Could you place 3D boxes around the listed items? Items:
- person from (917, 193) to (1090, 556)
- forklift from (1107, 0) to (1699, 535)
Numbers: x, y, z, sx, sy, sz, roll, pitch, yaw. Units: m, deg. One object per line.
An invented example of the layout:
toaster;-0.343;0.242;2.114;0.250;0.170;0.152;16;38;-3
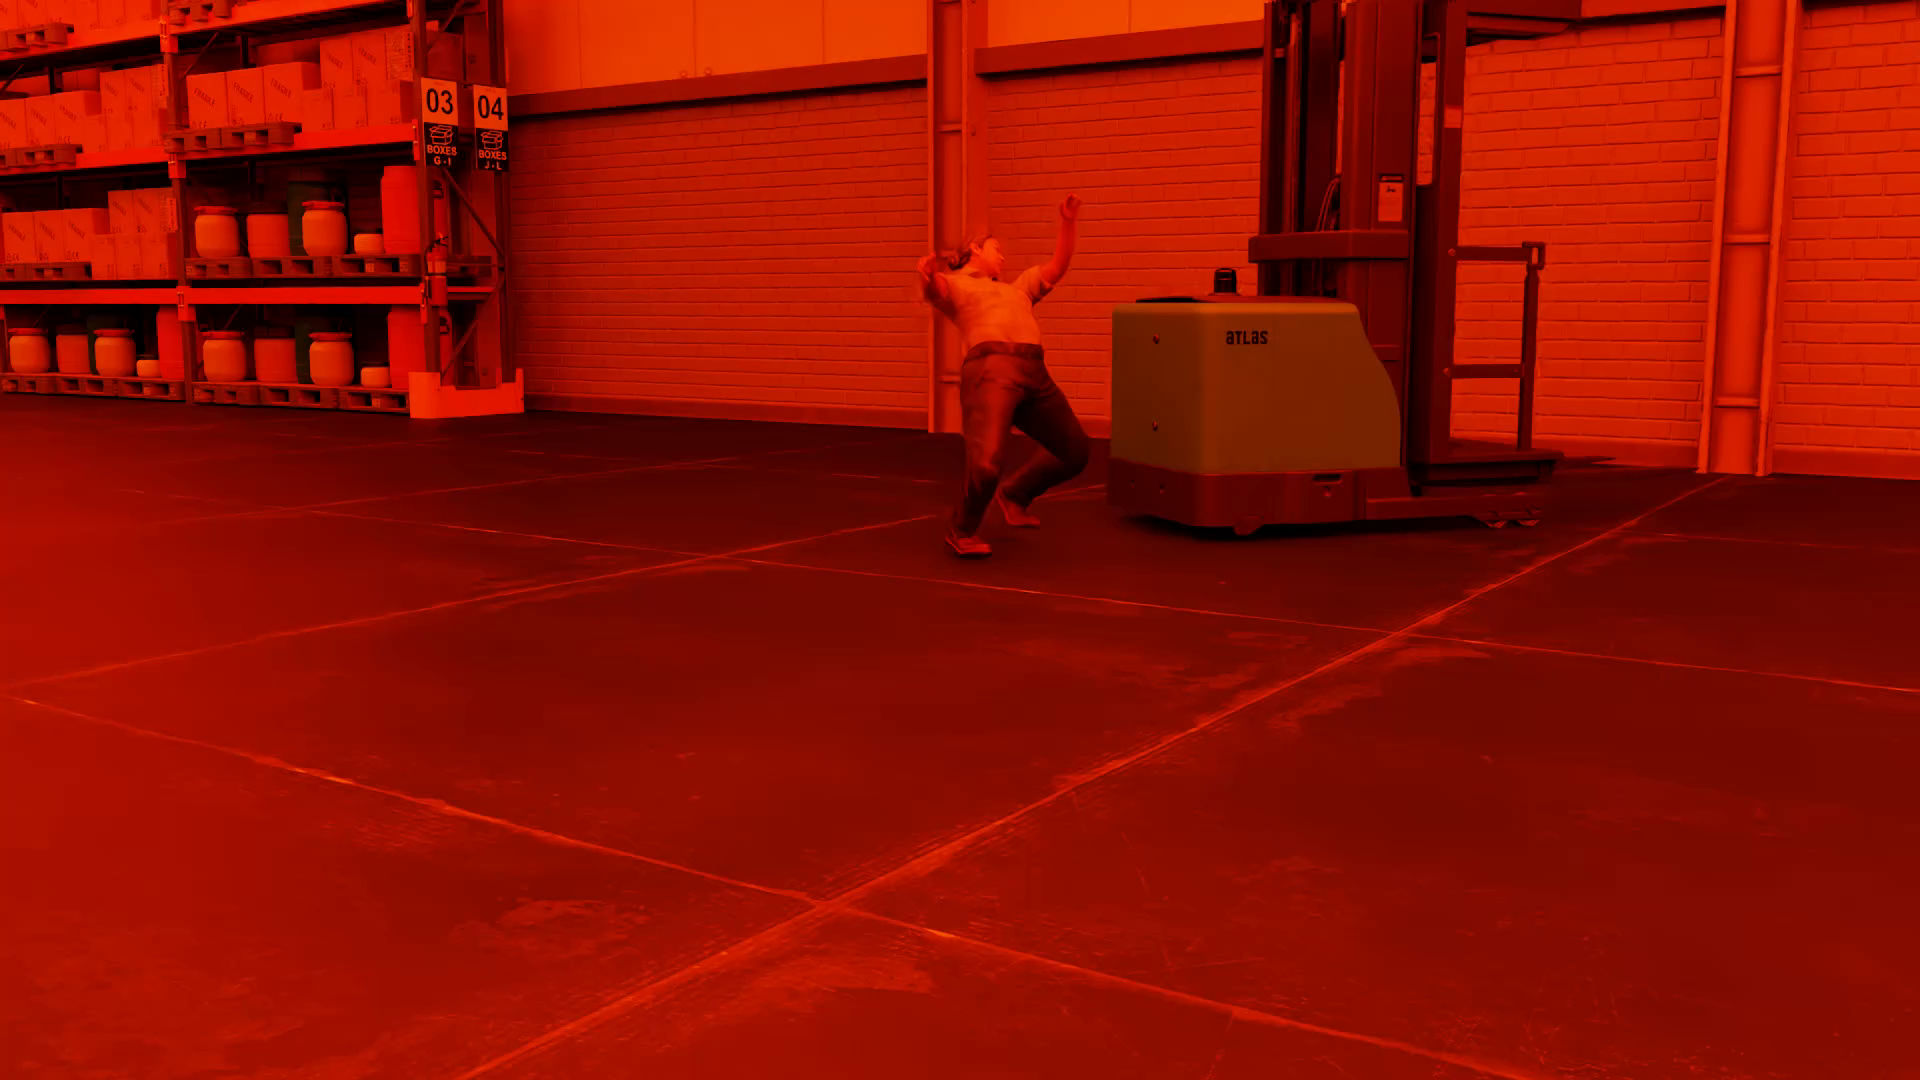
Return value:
person;0.071;-0.694;7.035;0.646;1.515;1.019;7;11;41
forklift;2.312;-1.575;8.270;3.031;2.935;1.130;-3;9;-20
